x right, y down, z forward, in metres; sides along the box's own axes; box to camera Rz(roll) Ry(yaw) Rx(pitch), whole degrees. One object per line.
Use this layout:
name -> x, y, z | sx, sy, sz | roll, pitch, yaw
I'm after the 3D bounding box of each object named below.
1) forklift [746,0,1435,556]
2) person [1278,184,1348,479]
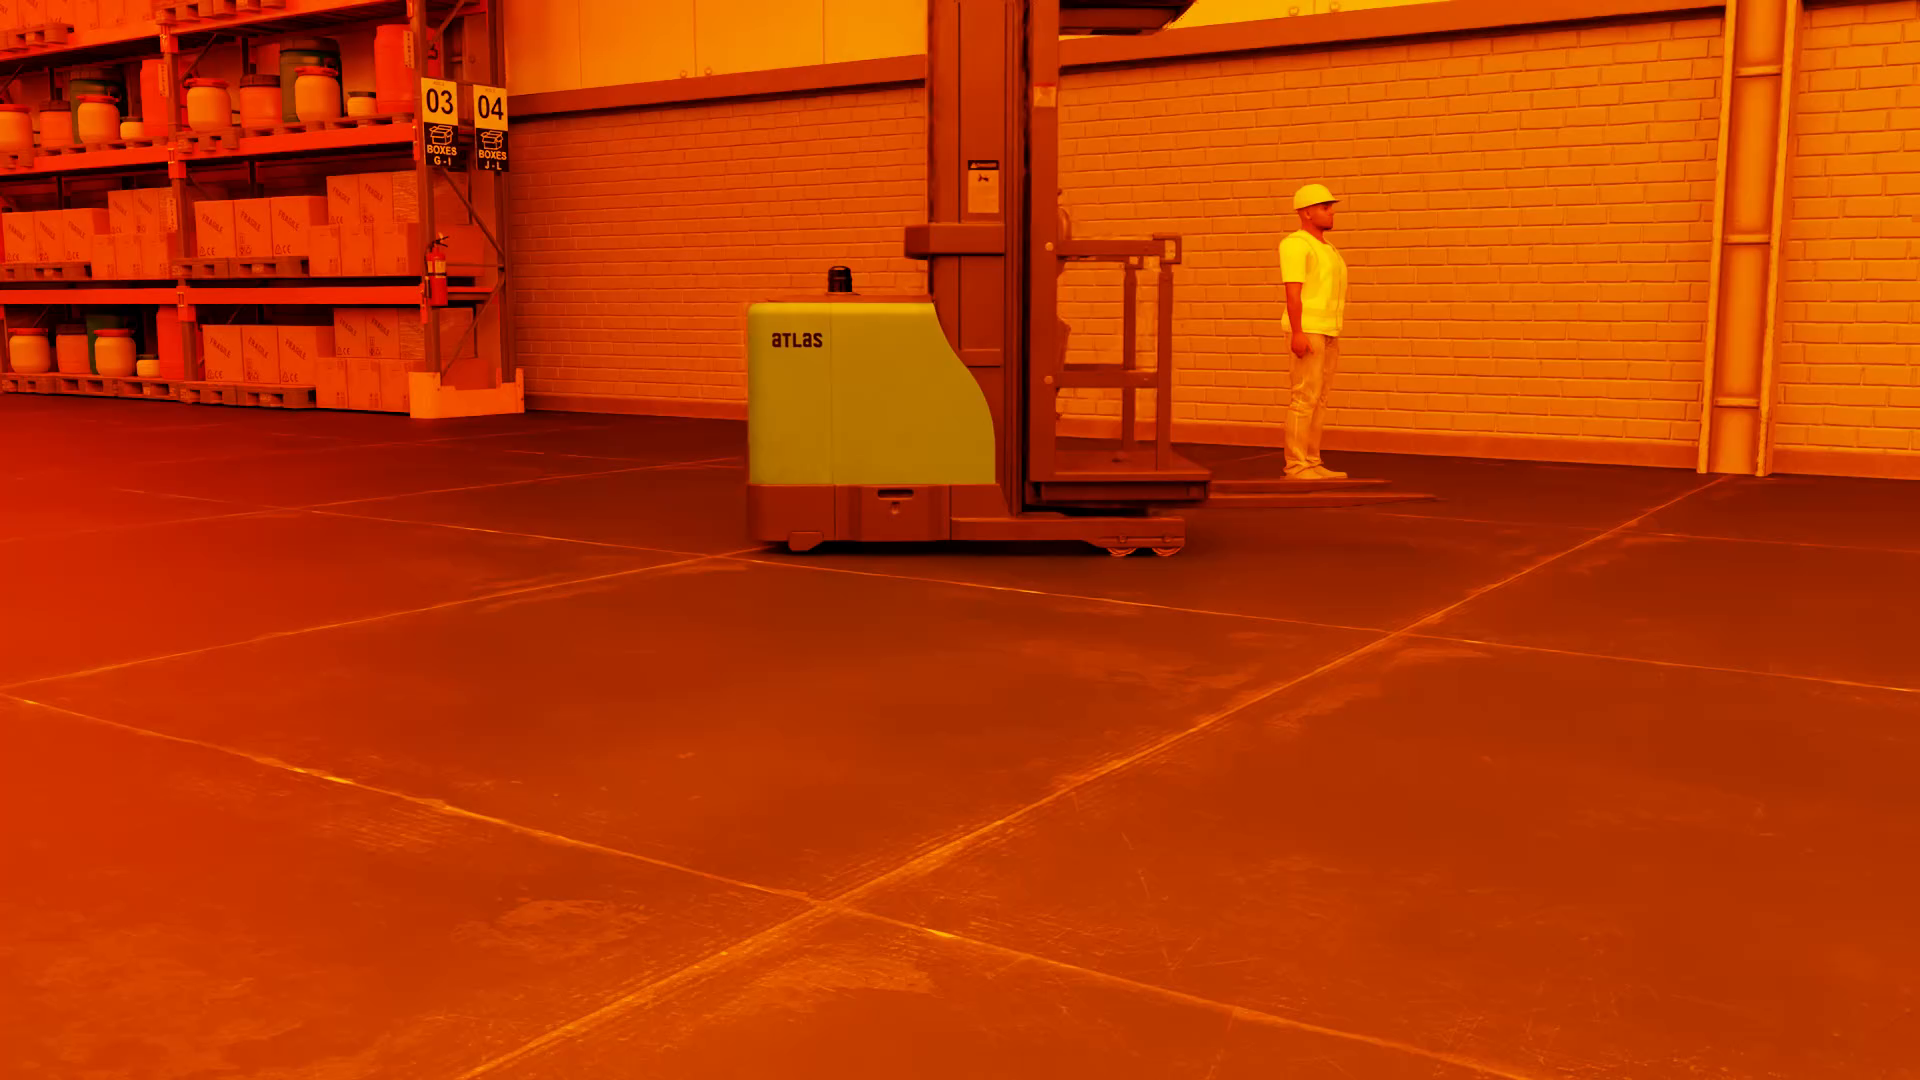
forklift -> 0.578, -1.457, 7.439 | 3.031, 2.935, 1.130 | 0, 8, -3
person -> 2.122, -1.220, 9.913 | 0.392, 1.770, 0.556 | 5, 9, 31
